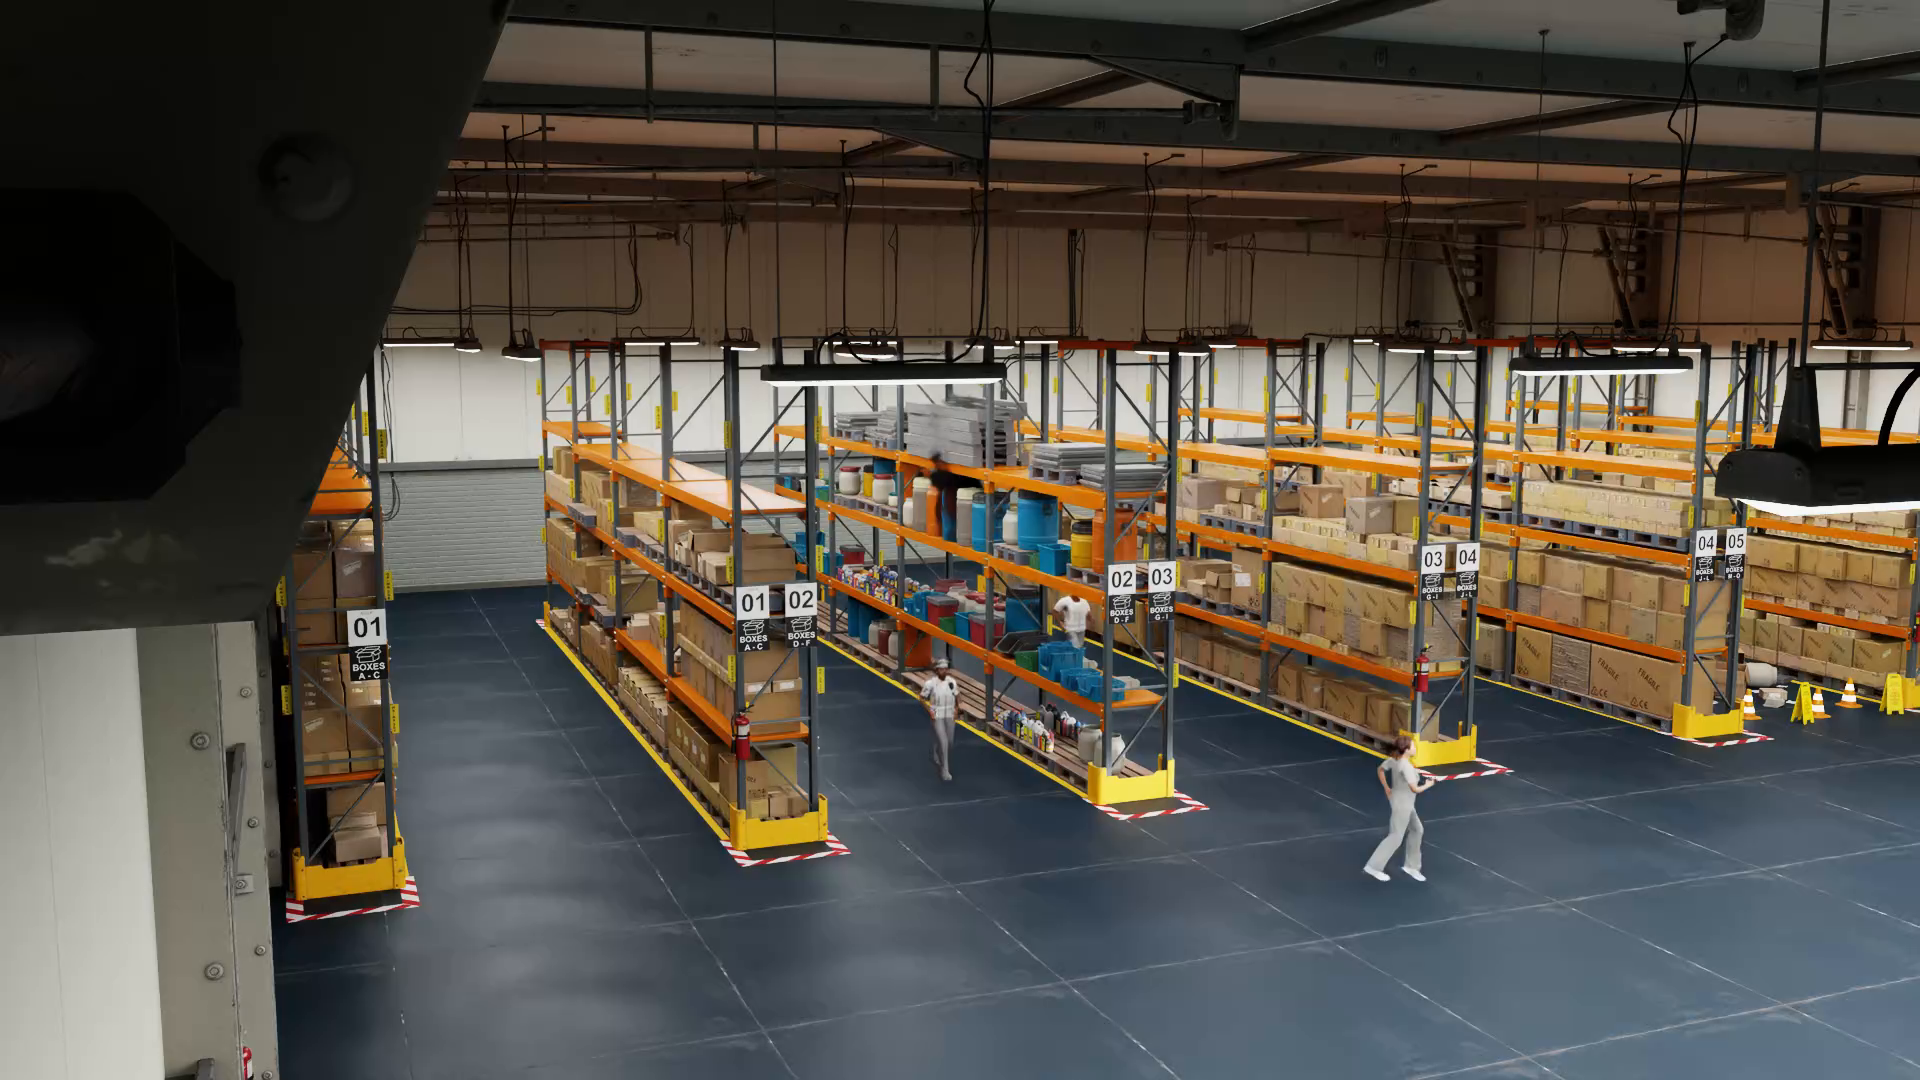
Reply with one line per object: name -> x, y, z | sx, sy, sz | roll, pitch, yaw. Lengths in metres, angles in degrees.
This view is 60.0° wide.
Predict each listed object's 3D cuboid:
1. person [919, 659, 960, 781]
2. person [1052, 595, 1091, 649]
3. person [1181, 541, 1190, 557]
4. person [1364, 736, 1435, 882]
person -> -0.277, 2.483, 23.382 | 0.590, 1.672, 0.743 | -3, 8, -23
person -> 2.031, 1.613, 29.565 | 0.698, 1.774, 0.853 | -4, 8, -28
person -> 5.909, 0.071, 42.357 | 0.542, 1.545, 0.546 | 6, 10, 40
person -> 4.972, 3.060, 18.818 | 0.775, 1.731, 0.580 | 0, 7, 1
